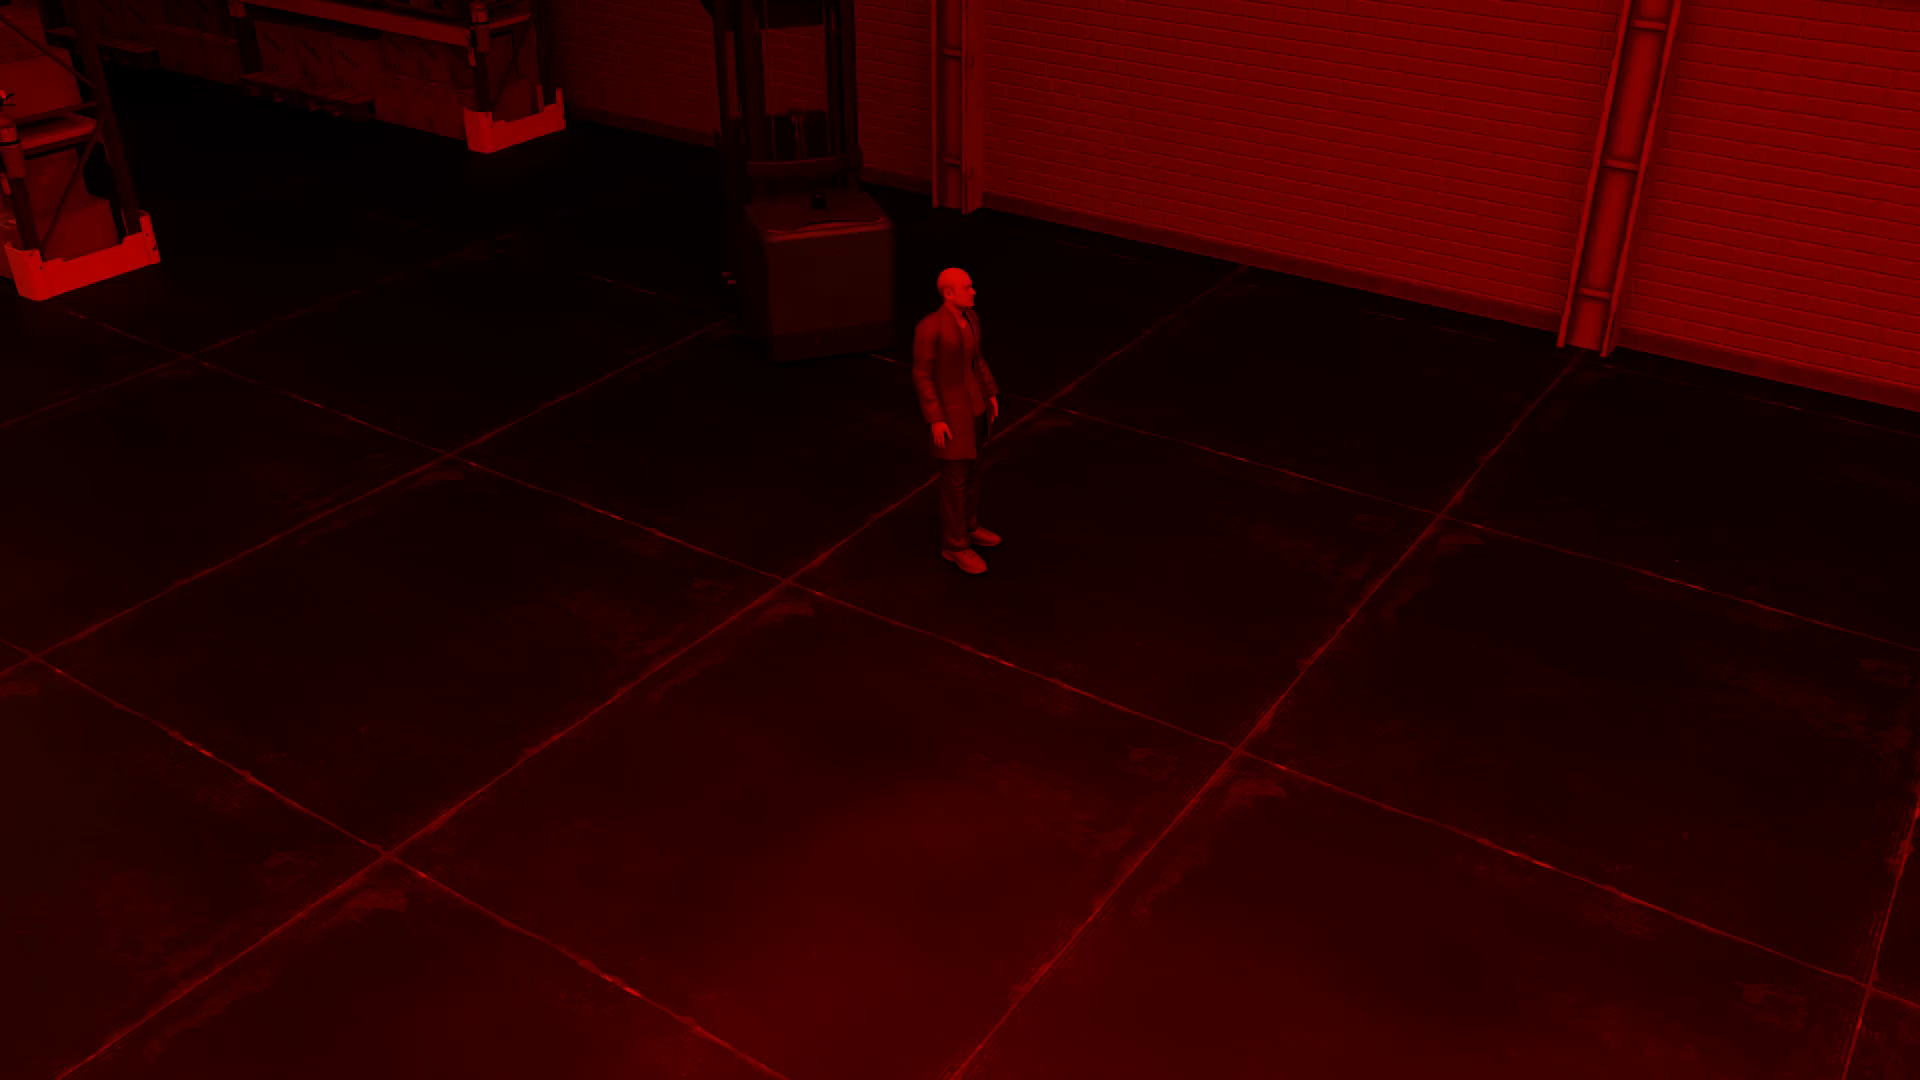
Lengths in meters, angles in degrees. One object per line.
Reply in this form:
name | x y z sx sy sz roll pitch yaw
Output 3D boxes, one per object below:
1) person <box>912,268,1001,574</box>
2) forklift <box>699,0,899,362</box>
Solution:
person | 0.072 -0.748 10.003 0.582 1.776 0.696 19 35 29
forklift | -1.422 -3.352 13.353 1.130 2.935 3.031 -9 31 -16
